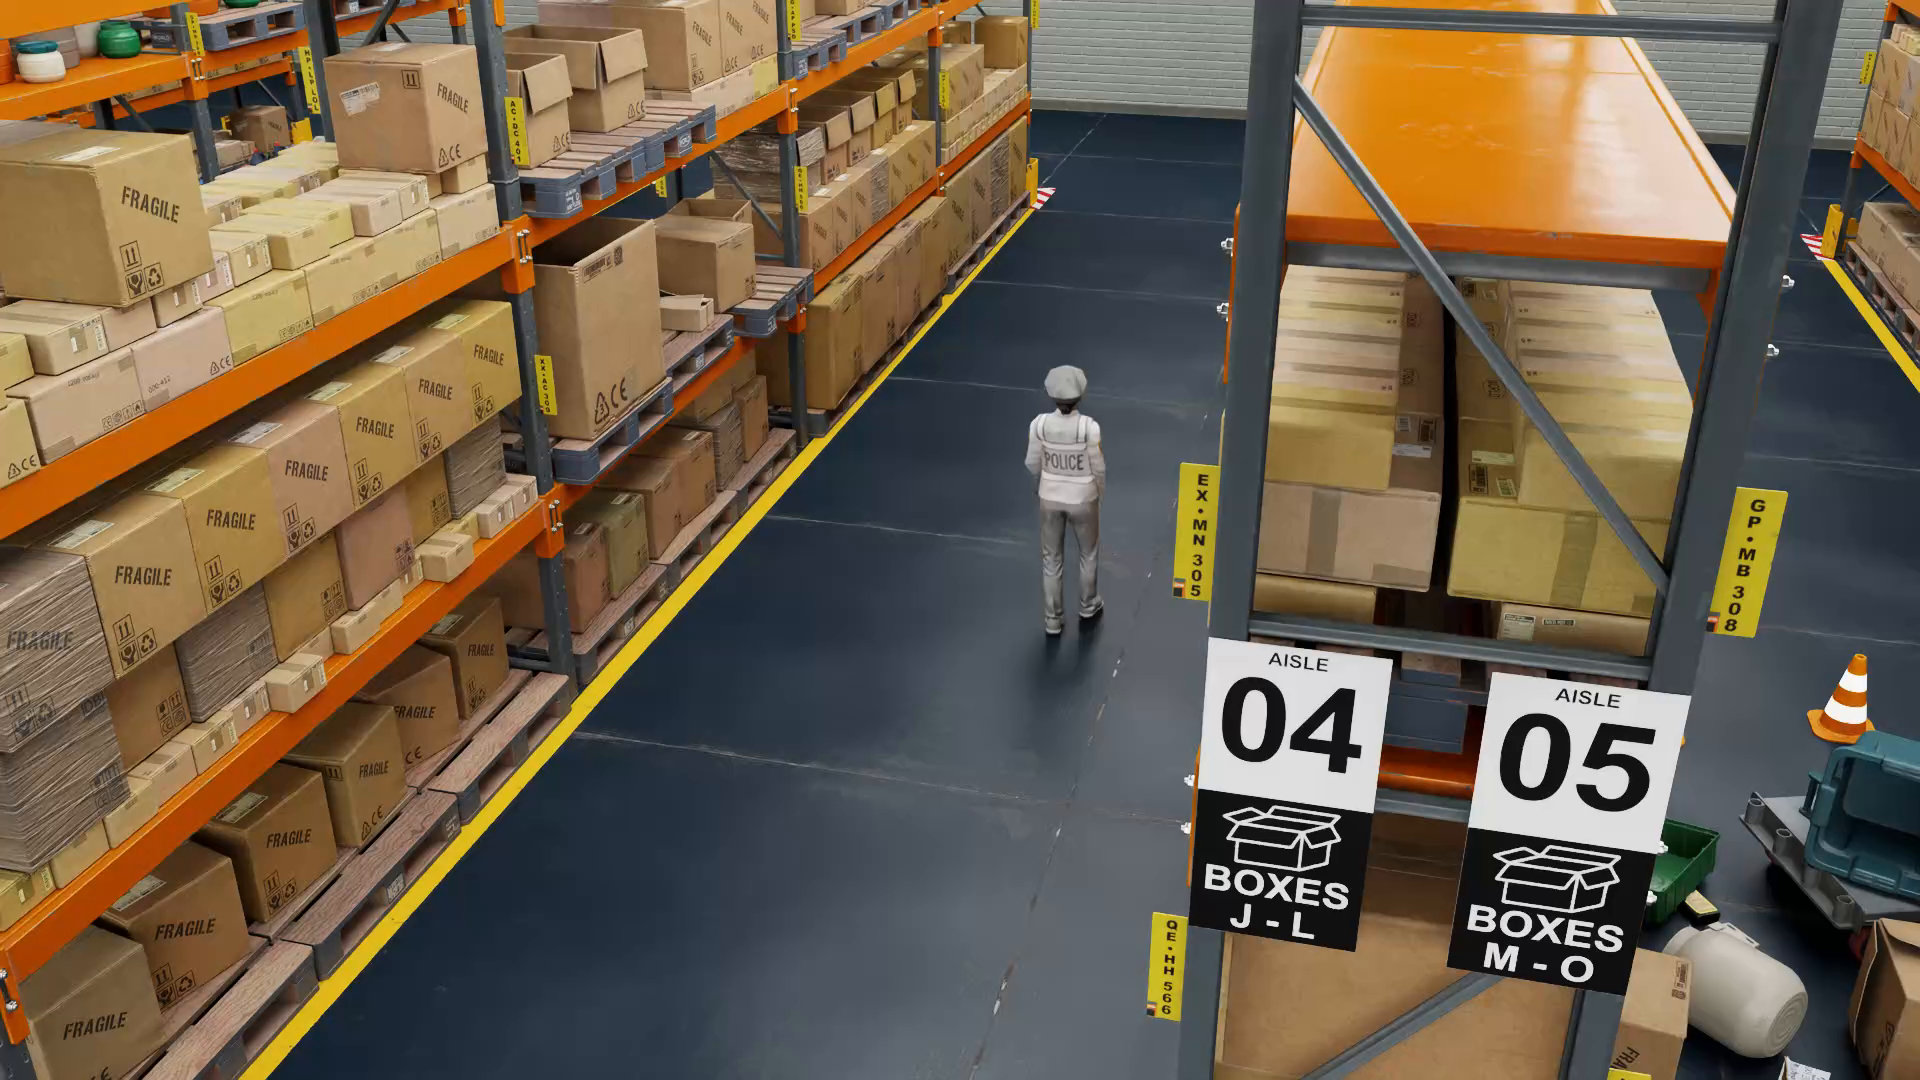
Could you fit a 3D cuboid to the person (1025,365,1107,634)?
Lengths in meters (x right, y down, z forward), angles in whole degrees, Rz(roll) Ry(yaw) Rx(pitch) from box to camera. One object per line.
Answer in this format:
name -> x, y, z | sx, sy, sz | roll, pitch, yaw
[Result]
person -> 0.652, -0.281, 10.134 | 0.500, 1.695, 0.544 | 6, 26, 13
